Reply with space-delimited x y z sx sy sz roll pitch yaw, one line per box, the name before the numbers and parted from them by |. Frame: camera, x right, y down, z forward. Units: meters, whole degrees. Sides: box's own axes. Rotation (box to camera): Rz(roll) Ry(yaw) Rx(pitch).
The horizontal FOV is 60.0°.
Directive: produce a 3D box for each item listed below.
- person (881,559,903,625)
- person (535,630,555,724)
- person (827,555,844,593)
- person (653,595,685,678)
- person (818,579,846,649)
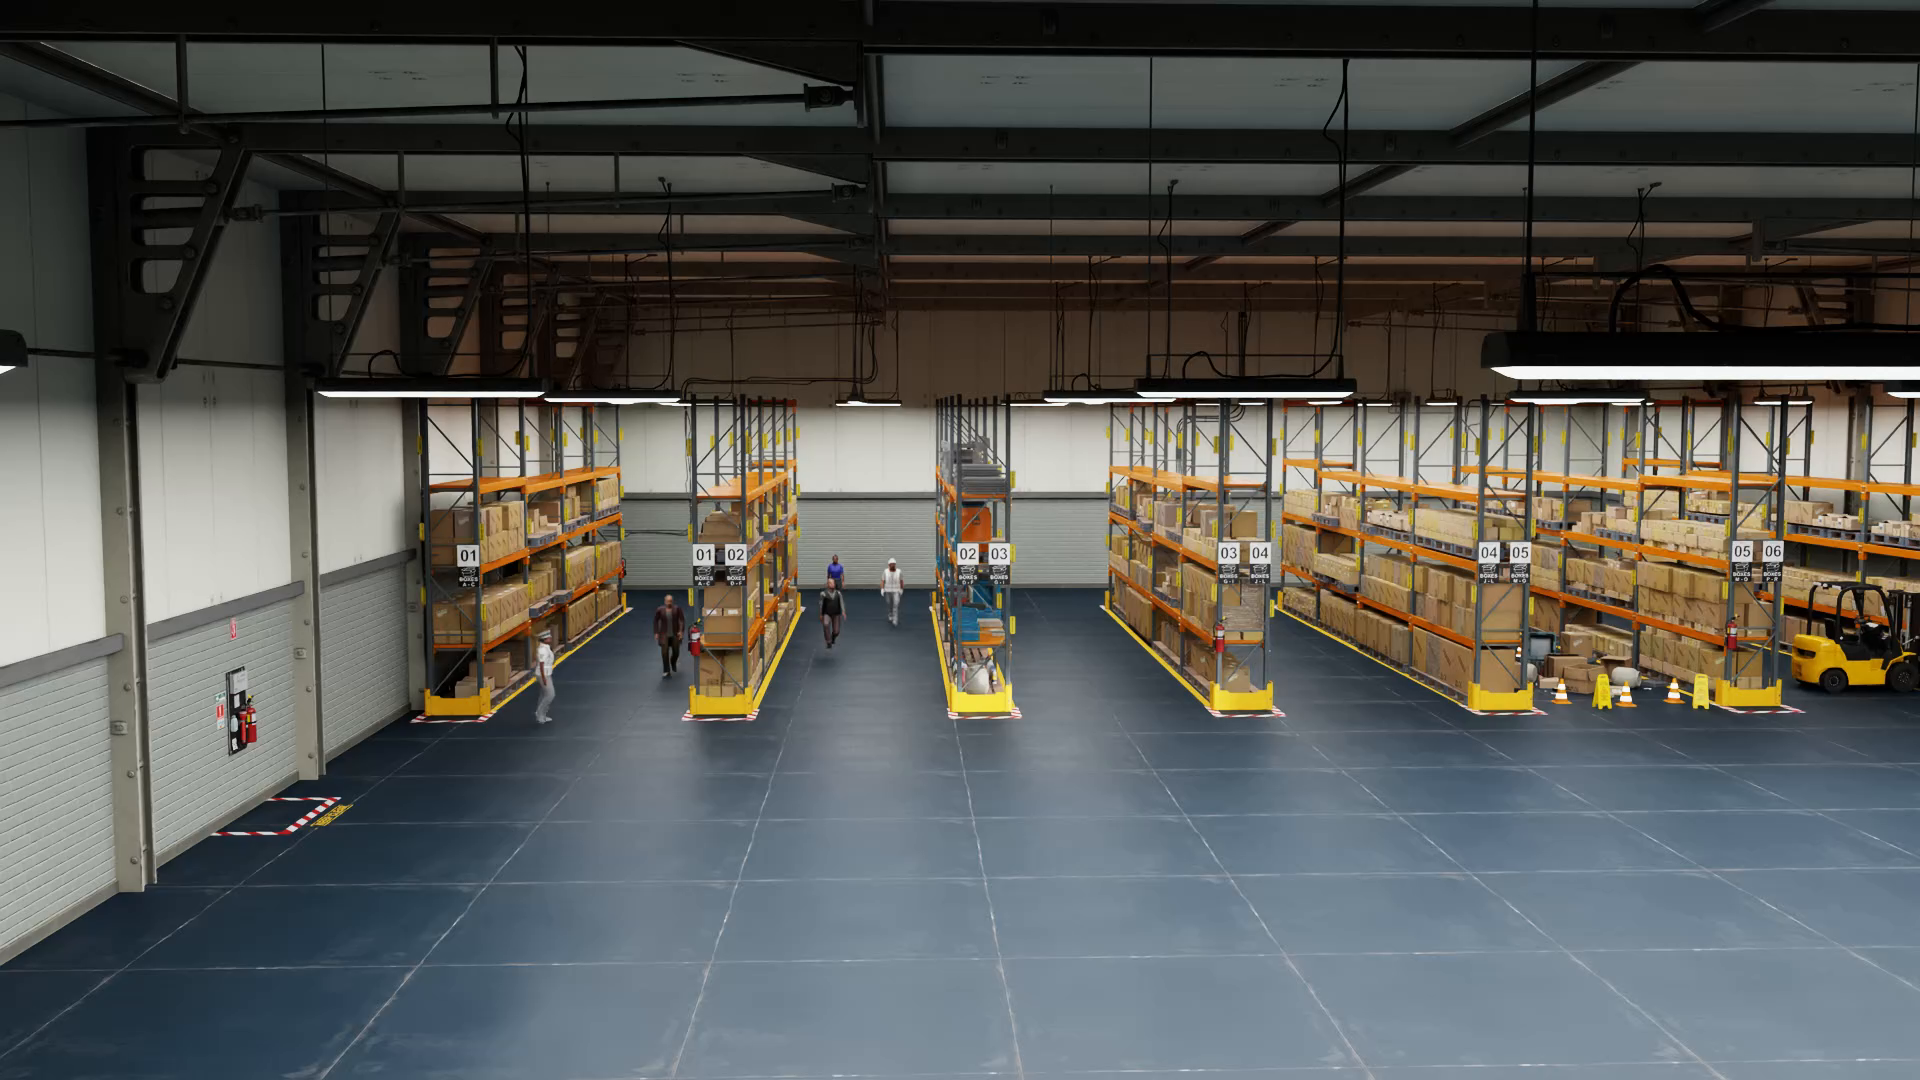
person | -1.809 1.359 44.231 0.583 1.722 1.069 0 4 1
person | -7.557 2.496 30.341 0.408 1.689 0.478 0 4 -2
person | -3.494 1.219 46.801 0.465 1.596 1.029 -1 5 -11
person | -6.263 2.040 35.772 0.668 1.763 0.756 -1 5 -13
person | -2.935 1.671 38.165 0.591 1.545 1.045 -1 5 -15
